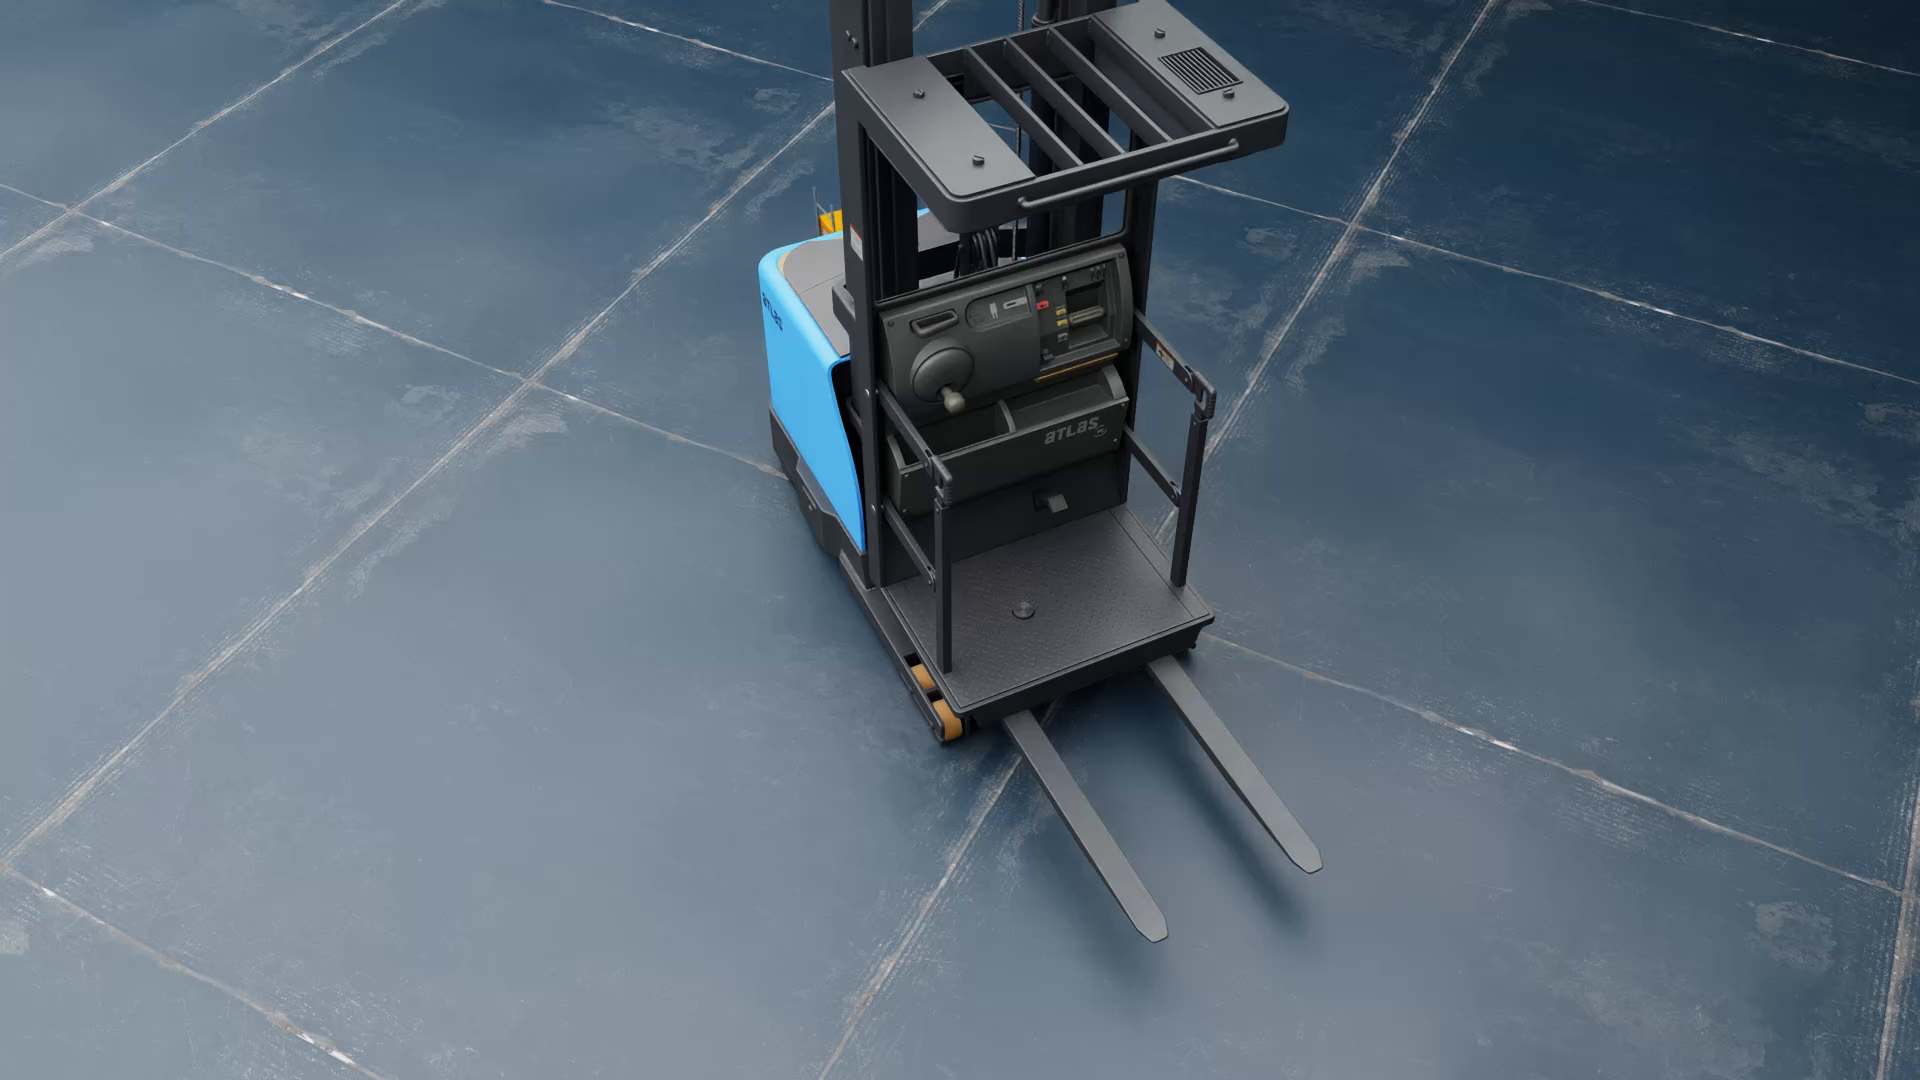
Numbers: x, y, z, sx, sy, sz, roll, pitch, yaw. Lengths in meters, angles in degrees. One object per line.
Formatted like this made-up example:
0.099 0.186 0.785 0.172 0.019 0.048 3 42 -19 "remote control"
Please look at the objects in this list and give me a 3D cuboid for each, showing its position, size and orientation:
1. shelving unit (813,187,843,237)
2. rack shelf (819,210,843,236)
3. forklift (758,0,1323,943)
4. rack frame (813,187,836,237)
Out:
-0.439 -1.074 7.339 0.252 1.050 0.215 -20 42 -19 "shelving unit"
-0.453 -1.284 7.165 0.240 0.259 0.215 -20 42 -19 "rack shelf"
0.271 -0.632 5.594 1.130 2.935 3.031 -19 48 -18 "forklift"
-0.548 -1.035 7.300 0.008 1.050 0.200 -20 42 -19 "rack frame"
